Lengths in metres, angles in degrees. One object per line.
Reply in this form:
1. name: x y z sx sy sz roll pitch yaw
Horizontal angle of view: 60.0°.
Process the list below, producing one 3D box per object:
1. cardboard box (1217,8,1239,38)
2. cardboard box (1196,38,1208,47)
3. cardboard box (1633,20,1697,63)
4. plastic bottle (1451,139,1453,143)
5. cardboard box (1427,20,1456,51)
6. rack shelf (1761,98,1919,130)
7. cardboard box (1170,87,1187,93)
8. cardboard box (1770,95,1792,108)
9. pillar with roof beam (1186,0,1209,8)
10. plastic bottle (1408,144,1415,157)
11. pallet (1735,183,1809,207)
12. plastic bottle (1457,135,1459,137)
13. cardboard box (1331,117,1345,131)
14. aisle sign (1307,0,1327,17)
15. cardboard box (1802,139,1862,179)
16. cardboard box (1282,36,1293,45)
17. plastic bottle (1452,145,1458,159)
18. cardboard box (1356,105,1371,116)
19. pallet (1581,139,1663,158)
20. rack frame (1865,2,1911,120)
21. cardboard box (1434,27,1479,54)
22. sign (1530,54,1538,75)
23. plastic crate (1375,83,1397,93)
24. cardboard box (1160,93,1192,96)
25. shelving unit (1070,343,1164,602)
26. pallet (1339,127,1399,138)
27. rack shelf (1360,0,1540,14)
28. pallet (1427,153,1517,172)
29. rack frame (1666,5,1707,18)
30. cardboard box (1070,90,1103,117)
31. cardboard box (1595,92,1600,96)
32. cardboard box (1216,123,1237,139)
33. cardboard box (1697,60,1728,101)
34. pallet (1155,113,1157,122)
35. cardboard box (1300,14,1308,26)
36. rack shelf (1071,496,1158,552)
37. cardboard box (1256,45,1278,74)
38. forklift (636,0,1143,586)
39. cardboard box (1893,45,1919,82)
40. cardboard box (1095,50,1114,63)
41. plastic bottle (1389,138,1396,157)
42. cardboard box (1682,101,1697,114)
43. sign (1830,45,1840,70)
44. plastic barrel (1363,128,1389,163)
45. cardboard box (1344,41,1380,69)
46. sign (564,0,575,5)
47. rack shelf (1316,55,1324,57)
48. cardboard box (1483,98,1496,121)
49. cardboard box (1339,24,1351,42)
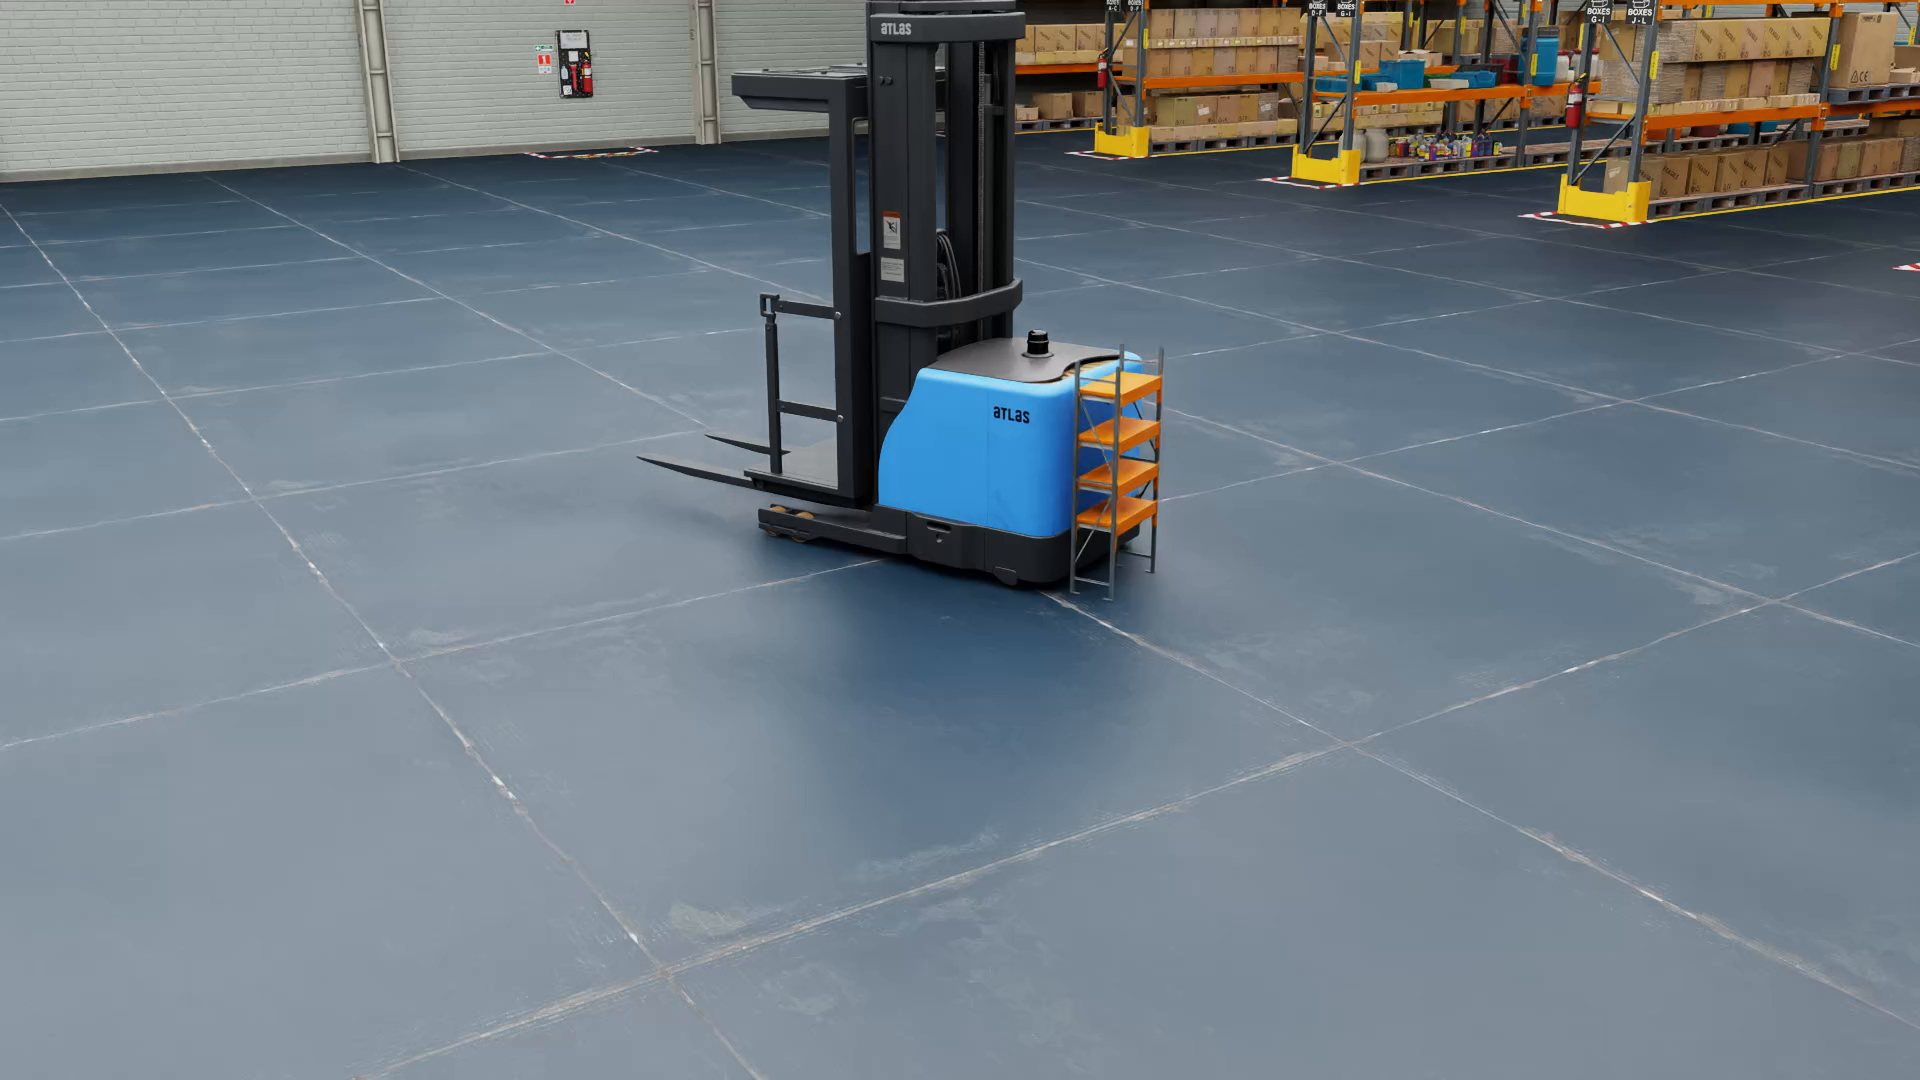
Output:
1. cardboard box: 4.594 -9.308 29.913 0.500 0.500 0.700 -12 22 -31
2. cardboard box: 4.186 -8.835 29.527 0.250 0.149 0.380 -13 23 -33
3. cardboard box: 8.933 -6.322 21.081 0.500 0.500 0.500 -12 22 -31
4. plastic bottle: 7.934 -6.307 26.772 0.133 0.283 0.061 -12 22 -31
5. cardboard box: 11.247 -12.085 39.840 0.700 0.700 0.980 -13 22 -33
6. rack shelf: 13.334 -6.353 24.475 4.000 0.370 1.077 -12 22 -31
7. cardboard box: 4.501 -9.579 36.110 0.500 0.500 0.700 -12 22 -32
8. cardboard box: 11.043 -5.962 22.589 0.250 0.149 0.380 -12 22 -31
9. pillar with roof beam: 7.638 -12.713 32.799 0.400 9.000 9.100 -12 22 -31
10. plastic bottle: 7.318 -6.316 26.927 0.097 0.201 0.097 0 19 0
11. pallet: 11.123 -4.892 23.386 1.213 0.211 1.003 -12 22 -31
12. plastic bottle: 8.178 -6.581 27.593 0.135 0.276 0.152 -11 22 -29
13. cardboard box: 7.120 -7.982 31.810 0.500 0.250 0.500 -11 22 -30
14. aisle sign: 5.376 -8.260 24.933 0.004 0.787 0.394 -12 22 -31
15. cardboard box: 12.597 -5.547 24.184 0.500 0.500 0.700 -12 22 -32
16. cardboard box: 5.902 -9.198 30.599 0.250 0.149 0.380 -12 22 -33
17. plastic bottle: 7.909 -6.212 26.617 0.097 0.201 0.097 0 19 0
18. cardboard box: 7.554 -8.338 31.986 0.500 0.311 0.500 -13 22 -33
19. pallet: 11.612 -6.923 29.394 1.213 0.211 1.003 -12 22 -31
20. rack frame: 18.962 -9.780 33.489 0.127 3.000 1.000 -12 22 -31
21. cardboard box: 10.024 -10.083 33.575 0.700 0.500 0.500 14 23 35
22. sign: 9.233 -7.648 26.751 0.005 0.325 0.100 -12 22 -31
23. plastic crate: 6.524 -6.908 25.406 0.250 0.136 0.298 -12 22 -31
24. cardboard box: 3.990 -7.893 30.374 0.500 0.500 0.500 -12 22 -31
25. shelving unit: 0.792 -0.348 8.401 0.258 1.200 0.503 11 22 30
26. pallet: 7.833 -8.027 32.658 1.213 0.211 1.003 -12 22 -31
27. rack shelf: 7.270 -8.394 25.829 4.000 0.370 1.077 -12 22 -31
28. pallet: 8.356 -6.238 27.366 1.213 0.211 1.003 -12 22 -31
29. rack frame: 16.241 -11.105 37.410 0.127 3.000 1.000 -12 22 -31
30. cardboard box: 2.647 -9.147 34.832 0.500 0.500 0.500 -14 23 -35
31. cardboard box: 14.467 -9.759 36.638 0.637 0.503 0.797 -12 22 -31
32. cardboard box: 4.702 -7.482 30.330 0.500 0.250 0.500 -12 22 -31
33. cardboard box: 9.591 -6.111 22.017 0.500 0.500 0.875 -12 22 -31
34. pallet: 4.141 -9.132 35.928 1.213 0.211 1.003 -12 22 -31
35. cardboard box: 7.377 -11.589 37.019 0.500 0.250 0.500 -11 22 -30
36. rack shelf: 0.792 -0.096 8.486 0.258 0.148 0.480 11 22 30
37. cardboard box: 5.415 -8.864 30.625 0.500 0.500 0.700 -12 22 -32
38. forklift: -0.520 -1.502 9.110 3.031 2.935 1.130 12 22 32
39. cardboard box: 14.165 -7.061 24.635 0.500 0.500 0.700 -8 20 -23
40. cardboard box: 2.842 -10.004 34.356 0.500 0.250 0.500 -12 22 -31
41. plastic bottle: 6.980 -6.349 26.896 0.133 0.283 0.061 -11 22 -30
42. cardboard box: 9.326 -5.632 21.614 0.250 0.149 0.380 -12 22 -31
43. sign: 11.969 -6.607 22.754 0.005 0.325 0.100 -12 22 -31
44. plastic barrel: 6.526 -6.206 26.148 0.421 0.512 0.421 0 19 0
45. cardboard box: 7.728 -9.351 32.064 0.500 0.500 0.500 -12 22 -31
46. sign: -6.898 -9.607 29.360 0.199 0.298 0.001 -12 22 -31
47. rack shelf: 8.502 -11.032 38.316 4.000 0.370 1.077 -12 22 -31
48. cardboard box: 10.531 -8.818 33.860 0.500 0.500 0.500 -13 23 -33
49. cardboard box: 8.667 -11.506 37.943 0.500 0.500 0.500 -11 22 -30
